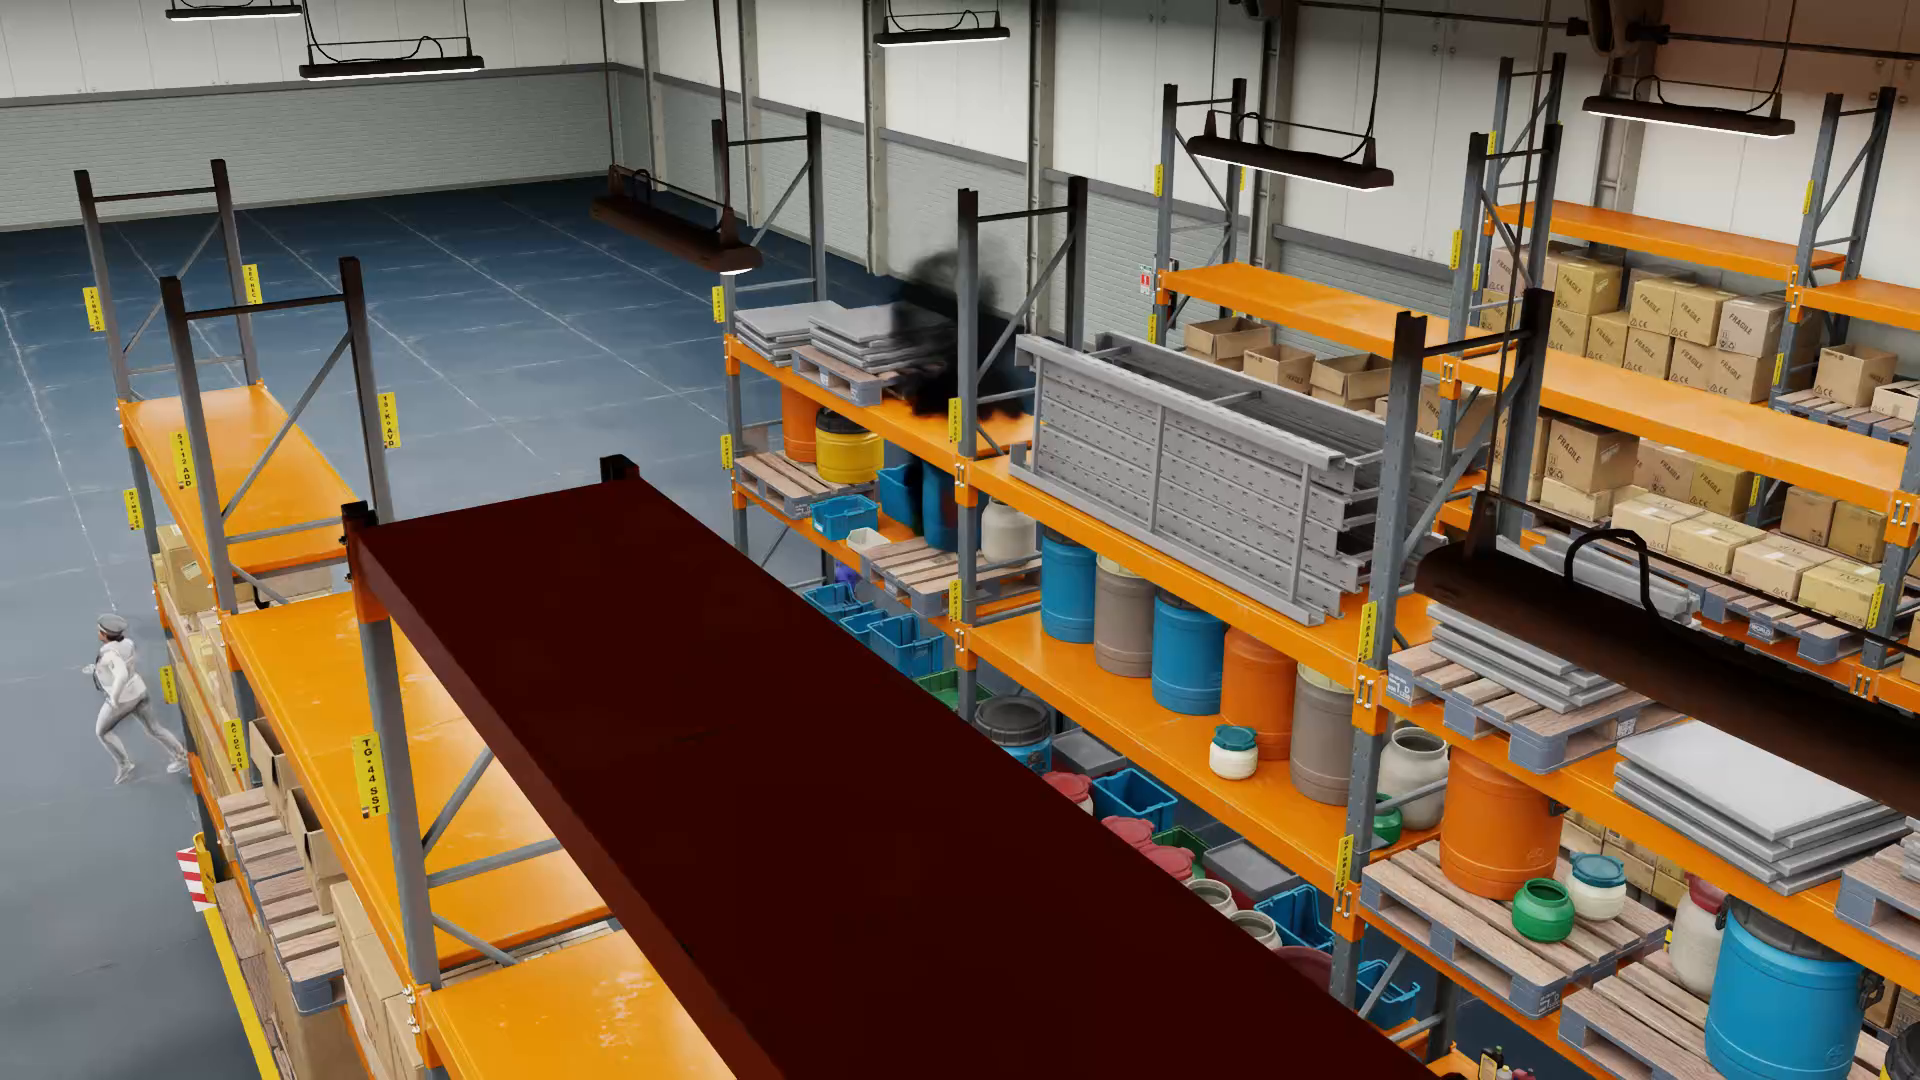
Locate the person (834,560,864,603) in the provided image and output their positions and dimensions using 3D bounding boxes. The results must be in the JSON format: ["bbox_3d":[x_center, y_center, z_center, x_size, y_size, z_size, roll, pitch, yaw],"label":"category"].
[{"bbox_3d":[-1.190,0.710,17.480,0.763,1.599,0.633,9,23,21],"label":"person"}]

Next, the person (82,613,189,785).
[{"bbox_3d":[-7.689,1.503,15.388,0.865,1.729,0.623,3,22,7],"label":"person"}]
